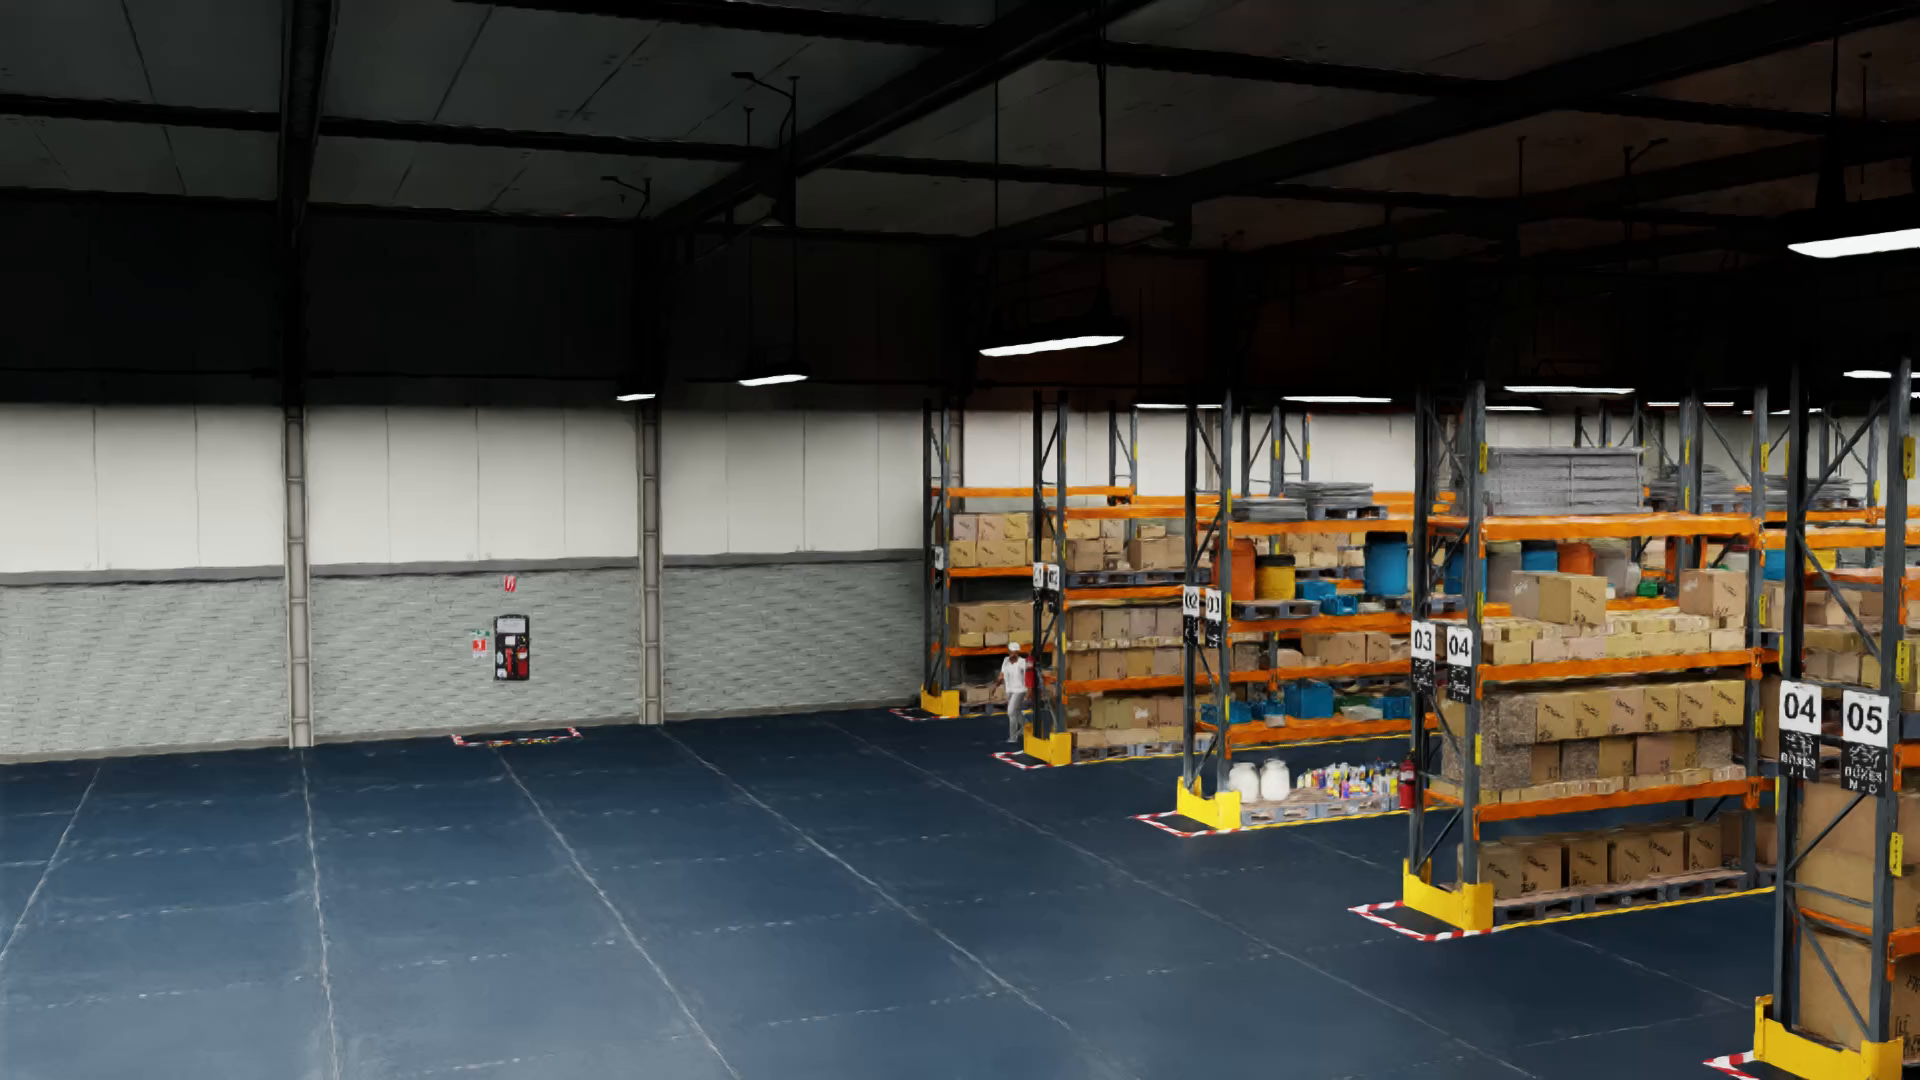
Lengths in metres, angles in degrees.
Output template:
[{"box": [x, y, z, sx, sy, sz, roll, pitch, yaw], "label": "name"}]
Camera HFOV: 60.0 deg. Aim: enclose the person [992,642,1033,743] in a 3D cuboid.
[{"box": [0.990, 2.601, 28.746, 0.865, 1.719, 0.640, -3, 4, -42], "label": "person"}]
